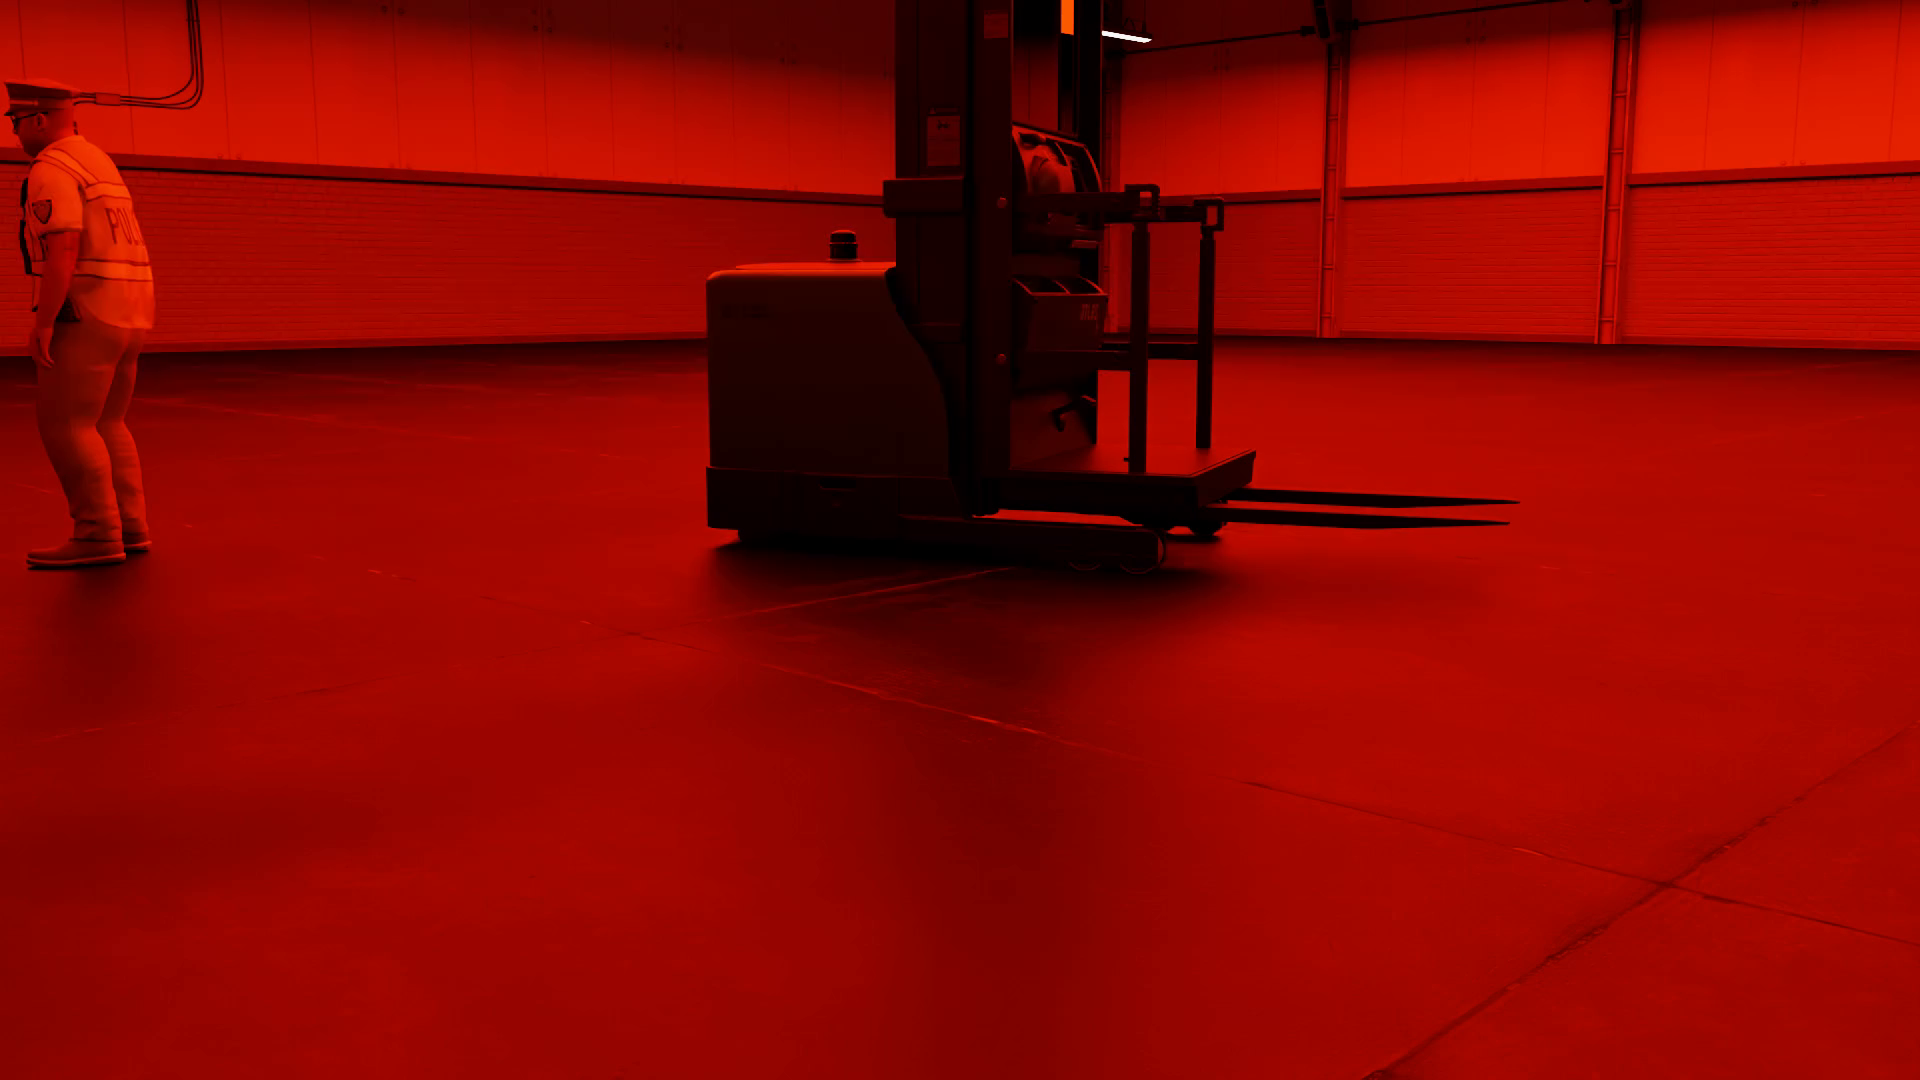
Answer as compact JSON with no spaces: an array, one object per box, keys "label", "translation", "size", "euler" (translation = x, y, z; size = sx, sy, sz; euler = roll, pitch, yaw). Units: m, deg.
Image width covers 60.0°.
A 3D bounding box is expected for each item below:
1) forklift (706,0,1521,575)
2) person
[{"label":"forklift","translation":[0.565,-1.416,6.275],"size":[3.031,2.935,1.130],"euler":[3,9,22]},{"label":"person","translation":[-3.215,-0.795,6.119],"size":[0.434,1.748,0.584],"euler":[-1,9,-7]}]
